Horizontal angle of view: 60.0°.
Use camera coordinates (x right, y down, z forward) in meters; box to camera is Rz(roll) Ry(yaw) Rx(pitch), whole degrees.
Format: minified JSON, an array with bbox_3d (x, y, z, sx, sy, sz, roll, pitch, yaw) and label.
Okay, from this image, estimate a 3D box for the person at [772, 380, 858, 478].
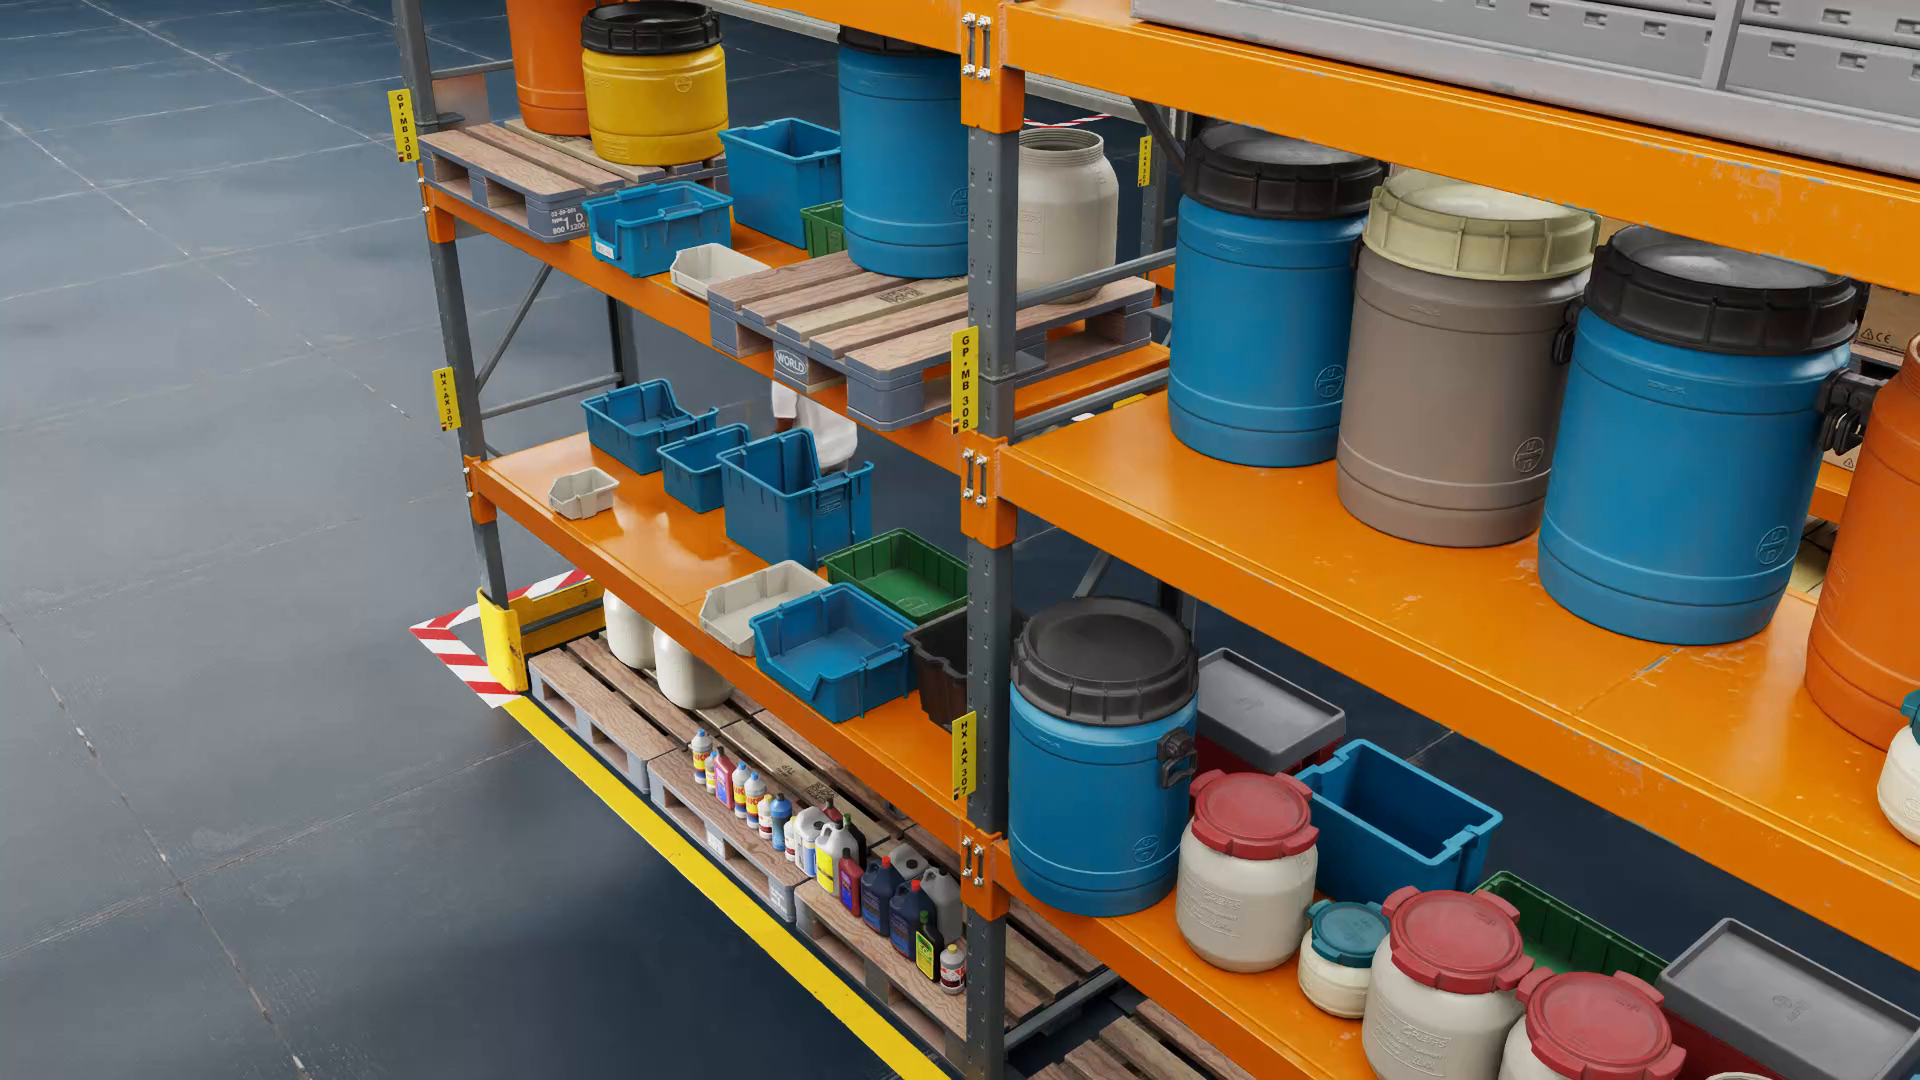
[{"bbox_3d":[-0.841,-0.533,9.606,0.625,1.759,0.463,-24,36,-37],"label":"person"}]
